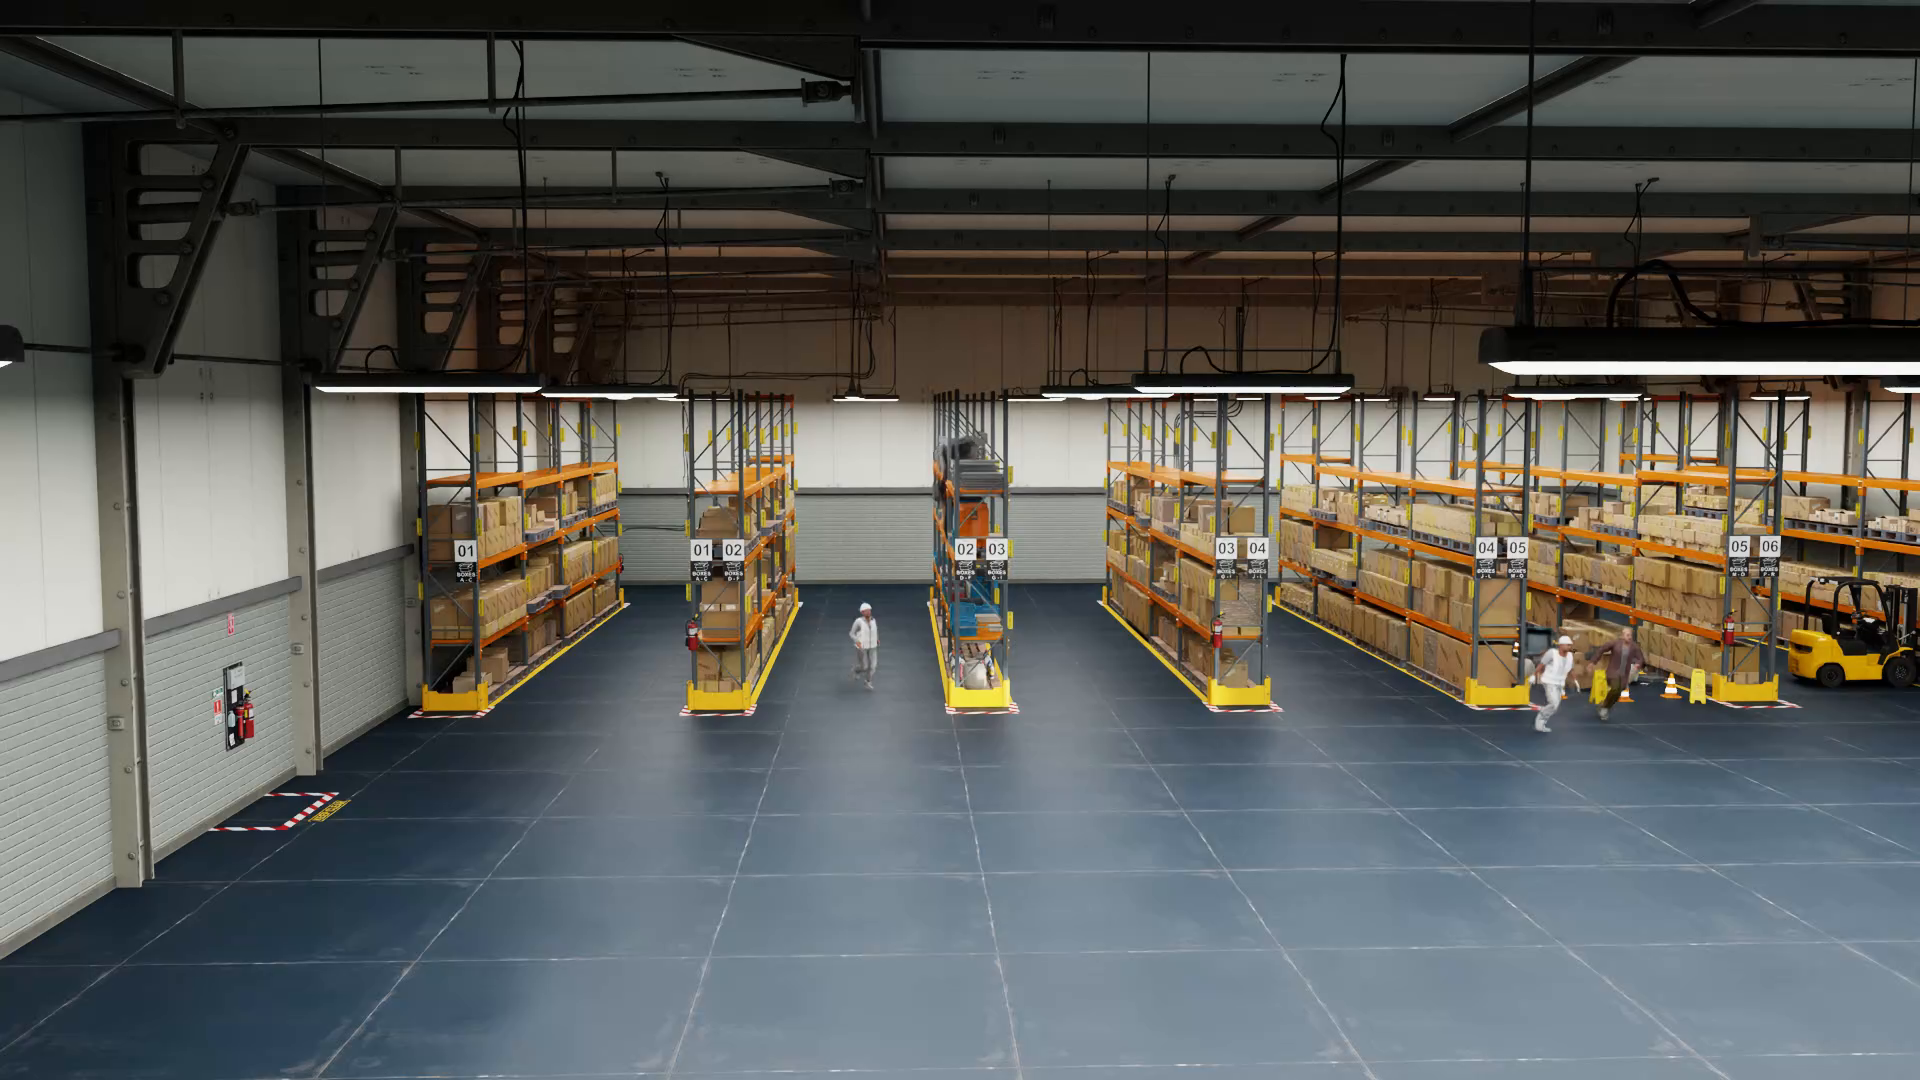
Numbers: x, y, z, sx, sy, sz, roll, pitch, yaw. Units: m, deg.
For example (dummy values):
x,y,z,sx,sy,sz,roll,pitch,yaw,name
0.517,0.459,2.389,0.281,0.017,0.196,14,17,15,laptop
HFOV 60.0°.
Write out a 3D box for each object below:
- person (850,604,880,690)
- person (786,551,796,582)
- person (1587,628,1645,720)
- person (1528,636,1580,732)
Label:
x,y,z,sx,sy,sz,roll,pitch,yaw,name
-1.918,2.137,33.521,0.670,1.728,0.695,-3,5,-31,person
-5.265,0.774,49.940,0.700,1.734,1.082,-3,6,-34,person
11.954,2.440,30.154,0.881,1.691,0.757,-1,5,-6,person
10.346,2.499,28.889,0.649,1.719,0.726,-2,5,-27,person
